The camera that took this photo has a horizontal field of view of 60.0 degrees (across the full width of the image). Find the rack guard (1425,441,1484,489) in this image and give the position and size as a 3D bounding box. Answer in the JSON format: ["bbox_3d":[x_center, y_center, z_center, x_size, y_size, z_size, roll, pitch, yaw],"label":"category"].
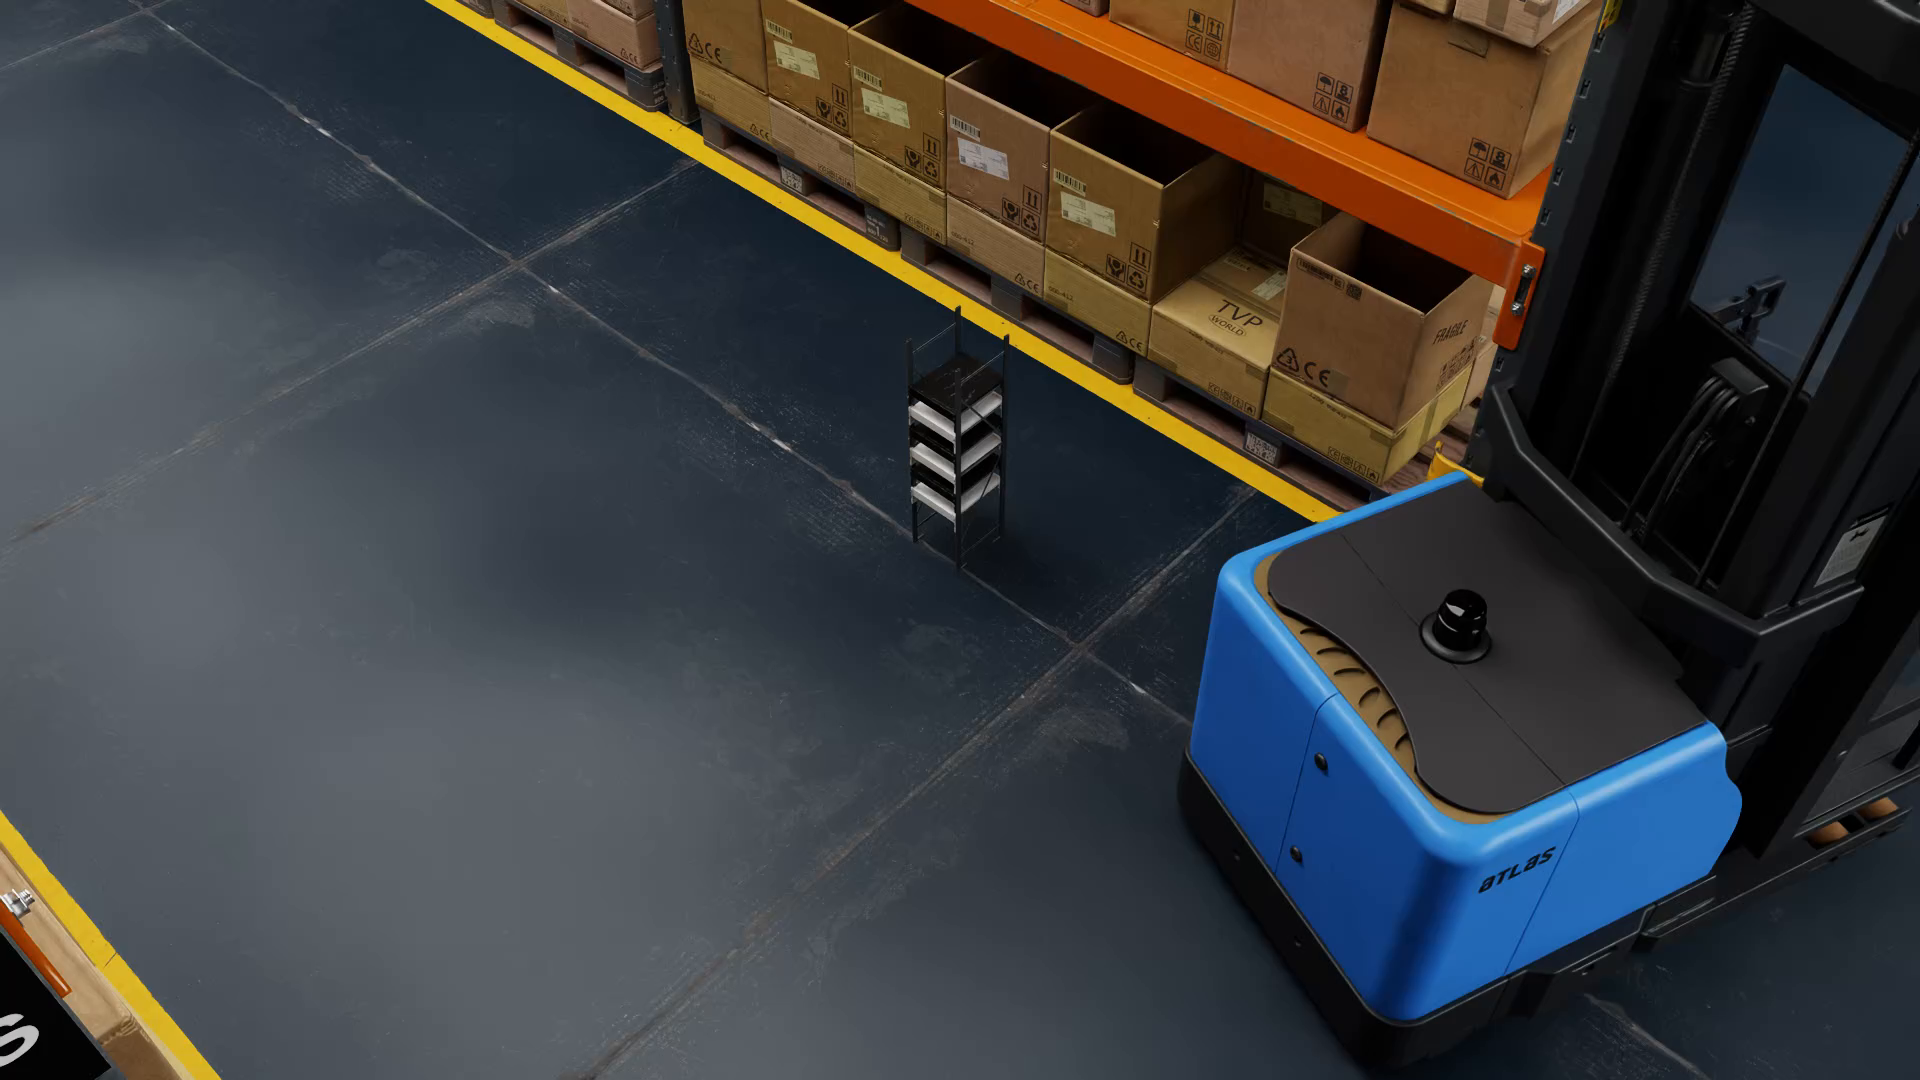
[{"bbox_3d":[2.021,-0.340,5.726,0.348,0.500,1.175,34,55,28],"label":"rack guard"}]

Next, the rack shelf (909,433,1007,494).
[{"bbox_3d":[-0.006,-0.289,5.450,0.200,0.077,0.258,34,55,28],"label":"rack shelf"}]

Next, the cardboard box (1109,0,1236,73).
[{"bbox_3d":[0.919,-1.985,5.487,0.500,0.500,0.700,34,56,28],"label":"cardboard box"}]

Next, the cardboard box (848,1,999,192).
[{"bbox_3d":[-0.073,-1.753,6.422,0.500,0.500,0.500,34,55,28],"label":"cardboard box"}]

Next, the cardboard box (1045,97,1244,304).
[{"bbox_3d":[0.662,-1.259,5.958,0.500,0.500,0.500,34,55,28],"label":"cardboard box"}]

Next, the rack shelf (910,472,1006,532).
[{"bbox_3d":[-0.006,-0.166,5.581,0.200,0.077,0.258,34,55,28],"label":"rack shelf"}]

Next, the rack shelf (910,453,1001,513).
[{"bbox_3d":[-0.006,-0.228,5.516,0.200,0.077,0.258,34,55,28],"label":"rack shelf"}]

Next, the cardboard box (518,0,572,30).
[{"bbox_3d":[-1.808,-2.688,7.815,0.500,0.250,0.500,33,55,27],"label":"cardboard box"}]

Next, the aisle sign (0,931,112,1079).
[{"bbox_3d":[-1.098,0.433,1.502,0.004,0.787,0.394,34,55,28],"label":"aisle sign"}]

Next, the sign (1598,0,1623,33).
[{"bbox_3d":[1.625,-1.401,4.051,0.005,0.325,0.100,34,55,28],"label":"sign"}]

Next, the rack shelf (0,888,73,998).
[{"bbox_3d":[-2.824,-0.321,2.430,4.000,0.370,1.077,34,55,28],"label":"rack shelf"}]

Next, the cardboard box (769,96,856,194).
[{"bbox_3d":[-0.437,-1.746,6.930,0.500,0.250,0.500,34,55,28],"label":"cardboard box"}]

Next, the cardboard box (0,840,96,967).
[{"bbox_3d":[-1.857,0.589,2.714,0.500,0.500,0.500,34,55,28],"label":"cardboard box"}]

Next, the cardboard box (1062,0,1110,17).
[{"bbox_3d":[0.529,-2.243,5.730,0.500,0.500,0.700,36,56,29],"label":"cardboard box"}]

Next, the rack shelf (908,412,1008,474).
[{"bbox_3d":[-0.006,-0.351,5.384,0.200,0.077,0.258,34,55,28],"label":"rack shelf"}]

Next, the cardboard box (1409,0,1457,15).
[{"bbox_3d":[1.400,-1.679,4.755,0.250,0.149,0.380,35,56,28],"label":"cardboard box"}]

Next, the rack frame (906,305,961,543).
[{"bbox_3d":[-0.081,-0.362,5.473,0.006,0.900,0.240,34,55,28],"label":"rack frame"}]

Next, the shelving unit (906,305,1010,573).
[{"bbox_3d":[-0.006,-0.312,5.426,0.210,0.900,0.258,34,55,28],"label":"shelving unit"}]

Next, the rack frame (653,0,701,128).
[{"bbox_3d":[-0.936,-3.185,6.683,0.127,3.000,1.000,34,55,28],"label":"rack frame"}]

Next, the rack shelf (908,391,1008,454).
[{"bbox_3d":[-0.006,-0.412,5.319,0.200,0.077,0.258,34,55,28],"label":"rack shelf"}]

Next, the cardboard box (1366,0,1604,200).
[{"bbox_3d":[1.669,-1.479,5.013,0.500,0.500,0.700,34,55,28],"label":"cardboard box"}]

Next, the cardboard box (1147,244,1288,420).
[{"bbox_3d":[1.033,-0.757,6.002,0.500,0.250,0.500,34,55,28],"label":"cardboard box"}]

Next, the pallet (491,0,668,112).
[{"bbox_3d":[-1.504,-2.574,8.022,1.213,0.211,1.003,34,55,28],"label":"pallet"}]

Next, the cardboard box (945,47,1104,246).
[{"bbox_3d":[0.296,-1.507,6.191,0.500,0.500,0.500,34,55,28],"label":"cardboard box"}]

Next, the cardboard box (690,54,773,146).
[{"bbox_3d":[-0.801,-1.996,7.164,0.500,0.250,0.500,34,55,28],"label":"cardboard box"}]

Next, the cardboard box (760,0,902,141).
[{"bbox_3d":[-0.435,-2.004,6.658,0.500,0.500,0.500,34,55,28],"label":"cardboard box"}]

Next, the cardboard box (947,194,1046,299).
[{"bbox_3d":[0.298,-1.252,6.466,0.500,0.250,0.500,34,55,28],"label":"cardboard box"}]

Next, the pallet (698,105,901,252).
[{"bbox_3d":[-0.380,-1.815,7.309,1.213,0.211,1.003,34,55,28],"label":"pallet"}]

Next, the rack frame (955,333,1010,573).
[{"bbox_3d":[0.069,-0.262,5.379,0.006,0.900,0.240,34,55,28],"label":"rack frame"}]

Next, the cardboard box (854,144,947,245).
[{"bbox_3d":[-0.073,-1.496,6.695,0.500,0.250,0.500,34,55,28],"label":"cardboard box"}]

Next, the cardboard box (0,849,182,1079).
[{"bbox_3d":[-1.501,0.839,2.479,0.500,0.500,0.500,34,55,28],"label":"cardboard box"}]

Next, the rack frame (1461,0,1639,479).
[{"bbox_3d":[2.003,-1.207,4.826,0.127,3.000,1.000,34,55,28],"label":"rack frame"}]

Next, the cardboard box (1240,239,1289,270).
[{"bbox_3d":[1.390,-1.039,6.266,0.500,0.250,0.500,34,55,28],"label":"cardboard box"}]

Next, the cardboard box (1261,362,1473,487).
[{"bbox_3d":[1.409,-0.517,5.776,0.500,0.250,0.500,34,55,28],"label":"cardboard box"}]

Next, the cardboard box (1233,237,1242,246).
[{"bbox_3d":[1.023,-1.287,6.499,0.500,0.250,0.500,34,55,28],"label":"cardboard box"}]

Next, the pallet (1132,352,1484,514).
[{"bbox_3d":[1.413,-0.608,6.176,1.213,0.211,1.003,34,55,28],"label":"pallet"}]

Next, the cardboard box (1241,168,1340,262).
[{"bbox_3d":[1.391,-1.297,5.994,0.500,0.500,0.500,34,55,28],"label":"cardboard box"}]

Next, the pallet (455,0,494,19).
[{"bbox_3d":[-2.405,-3.177,8.588,1.213,0.211,1.003,34,55,28],"label":"pallet"}]

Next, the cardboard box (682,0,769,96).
[{"bbox_3d":[-0.808,-2.247,6.886,0.500,0.500,0.500,34,55,28],"label":"cardboard box"}]

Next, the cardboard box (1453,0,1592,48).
[{"bbox_3d":[1.593,-1.550,4.634,0.250,0.149,0.380,33,55,27],"label":"cardboard box"}]

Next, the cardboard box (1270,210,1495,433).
[{"bbox_3d":[1.407,-0.772,5.501,0.500,0.500,0.500,34,55,28],"label":"cardboard box"}]

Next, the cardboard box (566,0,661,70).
[{"bbox_3d":[-1.438,-2.437,7.579,0.500,0.250,0.500,33,55,27],"label":"cardboard box"}]

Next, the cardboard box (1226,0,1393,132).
[{"bbox_3d":[1.280,-1.736,5.254,0.500,0.500,0.700,35,56,29],"label":"cardboard box"}]

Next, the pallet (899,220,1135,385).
[{"bbox_3d":[0.520,-1.212,6.743,1.213,0.211,1.003,34,55,28],"label":"pallet"}]

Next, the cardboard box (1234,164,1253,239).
[{"bbox_3d":[1.015,-1.537,6.219,0.500,0.500,0.500,34,55,28],"label":"cardboard box"}]

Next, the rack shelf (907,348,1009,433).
[{"bbox_3d":[-0.006,-0.474,5.253,0.200,0.077,0.258,34,55,28],"label":"rack shelf"}]

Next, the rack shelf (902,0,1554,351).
[{"bbox_3d":[0.533,-1.950,6.017,4.000,0.370,1.077,34,55,28],"label":"rack shelf"}]

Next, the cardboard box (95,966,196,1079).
[{"bbox_3d":[-1.497,1.082,2.766,0.500,0.250,0.500,32,55,27],"label":"cardboard box"}]

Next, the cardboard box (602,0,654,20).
[{"bbox_3d":[-1.428,-2.626,7.372,0.500,0.311,0.500,34,55,28],"label":"cardboard box"}]

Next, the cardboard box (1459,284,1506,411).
[{"bbox_3d":[1.760,-0.794,6.036,0.500,0.250,0.500,34,55,28],"label":"cardboard box"}]

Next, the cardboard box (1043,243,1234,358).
[{"bbox_3d":[0.664,-1.004,6.233,0.500,0.250,0.500,34,55,28],"label":"cardboard box"}]

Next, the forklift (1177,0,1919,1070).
[{"bbox_3d":[2.198,-0.370,4.087,3.031,2.935,1.130,-20,50,-18],"label":"forklift"}]
